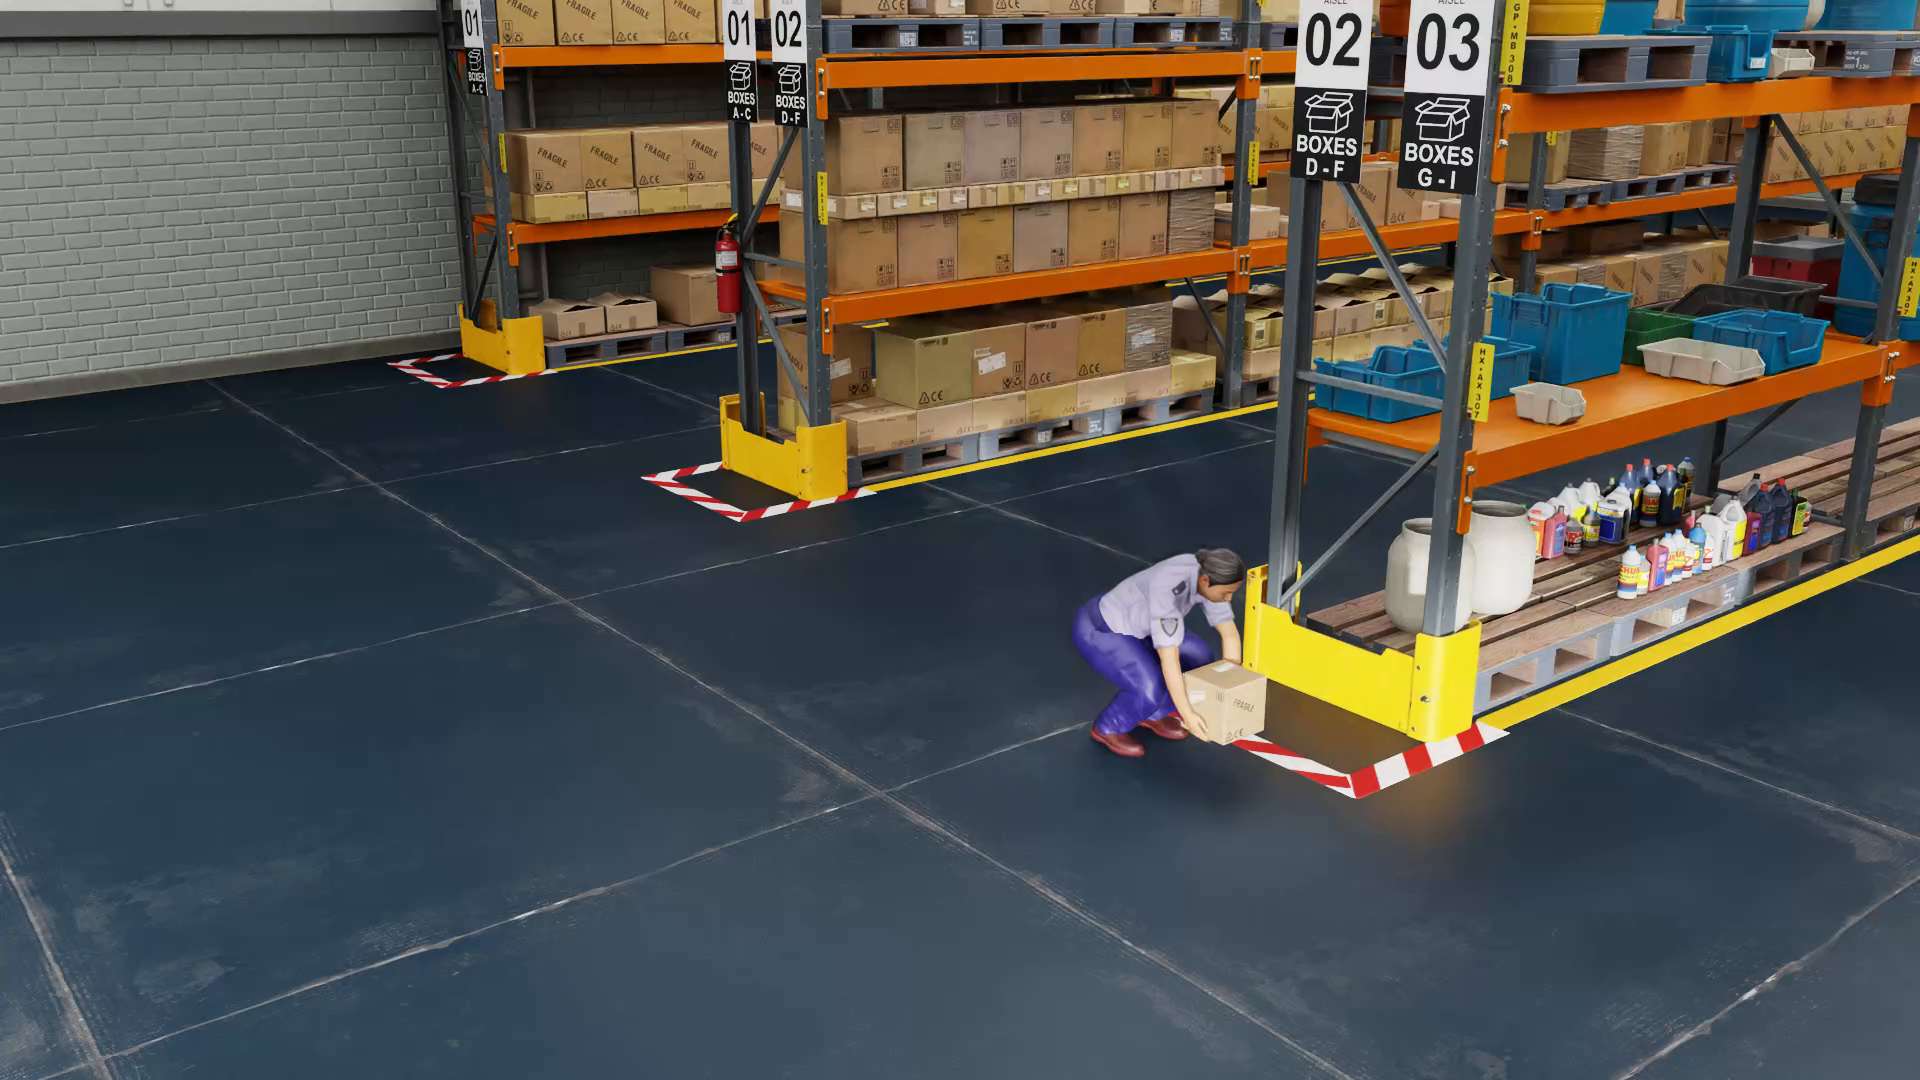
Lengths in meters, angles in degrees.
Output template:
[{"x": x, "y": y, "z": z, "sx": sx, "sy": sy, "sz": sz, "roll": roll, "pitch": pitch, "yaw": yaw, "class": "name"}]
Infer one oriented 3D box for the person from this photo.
[{"x": 0.889, "y": 0.454, "z": 7.291, "sx": 0.528, "sy": 0.966, "sz": 0.817, "roll": -15, "pitch": 23, "yaw": -39, "class": "person"}]
